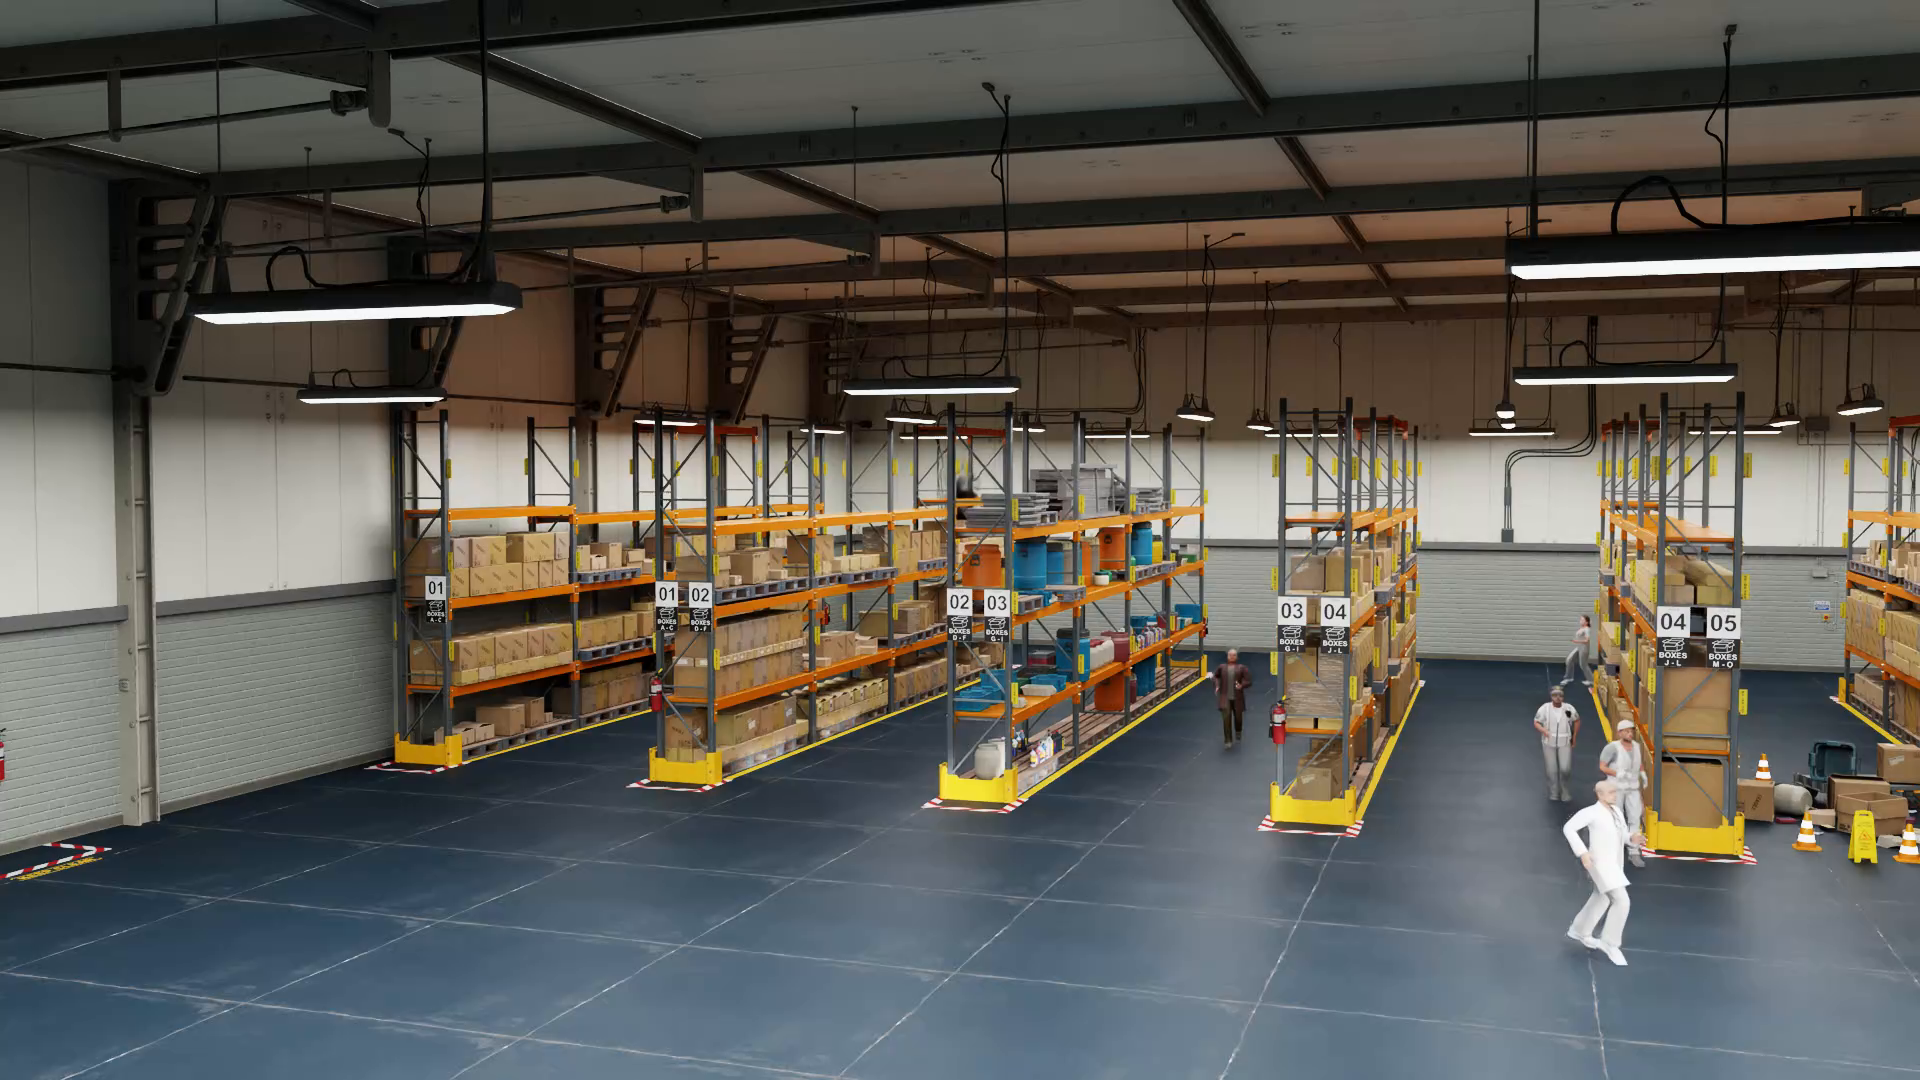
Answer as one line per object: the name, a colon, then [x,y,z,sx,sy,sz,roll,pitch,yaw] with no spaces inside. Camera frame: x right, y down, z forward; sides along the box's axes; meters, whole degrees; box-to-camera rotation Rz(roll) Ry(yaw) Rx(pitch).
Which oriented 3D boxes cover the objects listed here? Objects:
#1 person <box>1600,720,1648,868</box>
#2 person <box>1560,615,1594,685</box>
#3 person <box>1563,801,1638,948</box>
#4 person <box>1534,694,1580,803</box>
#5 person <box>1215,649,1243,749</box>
person: [8.461,3.186,21.212,0.657,1.806,0.882,0,2,-9]
person: [14.268,2.540,38.169,0.757,1.653,0.646,0,2,2]
person: [6.568,3.400,17.045,0.668,1.464,0.699,-2,3,-43]
person: [8.939,3.086,24.911,0.659,1.715,0.645,1,3,20]
person: [4.888,2.843,29.938,0.684,1.747,0.917,1,3,14]
